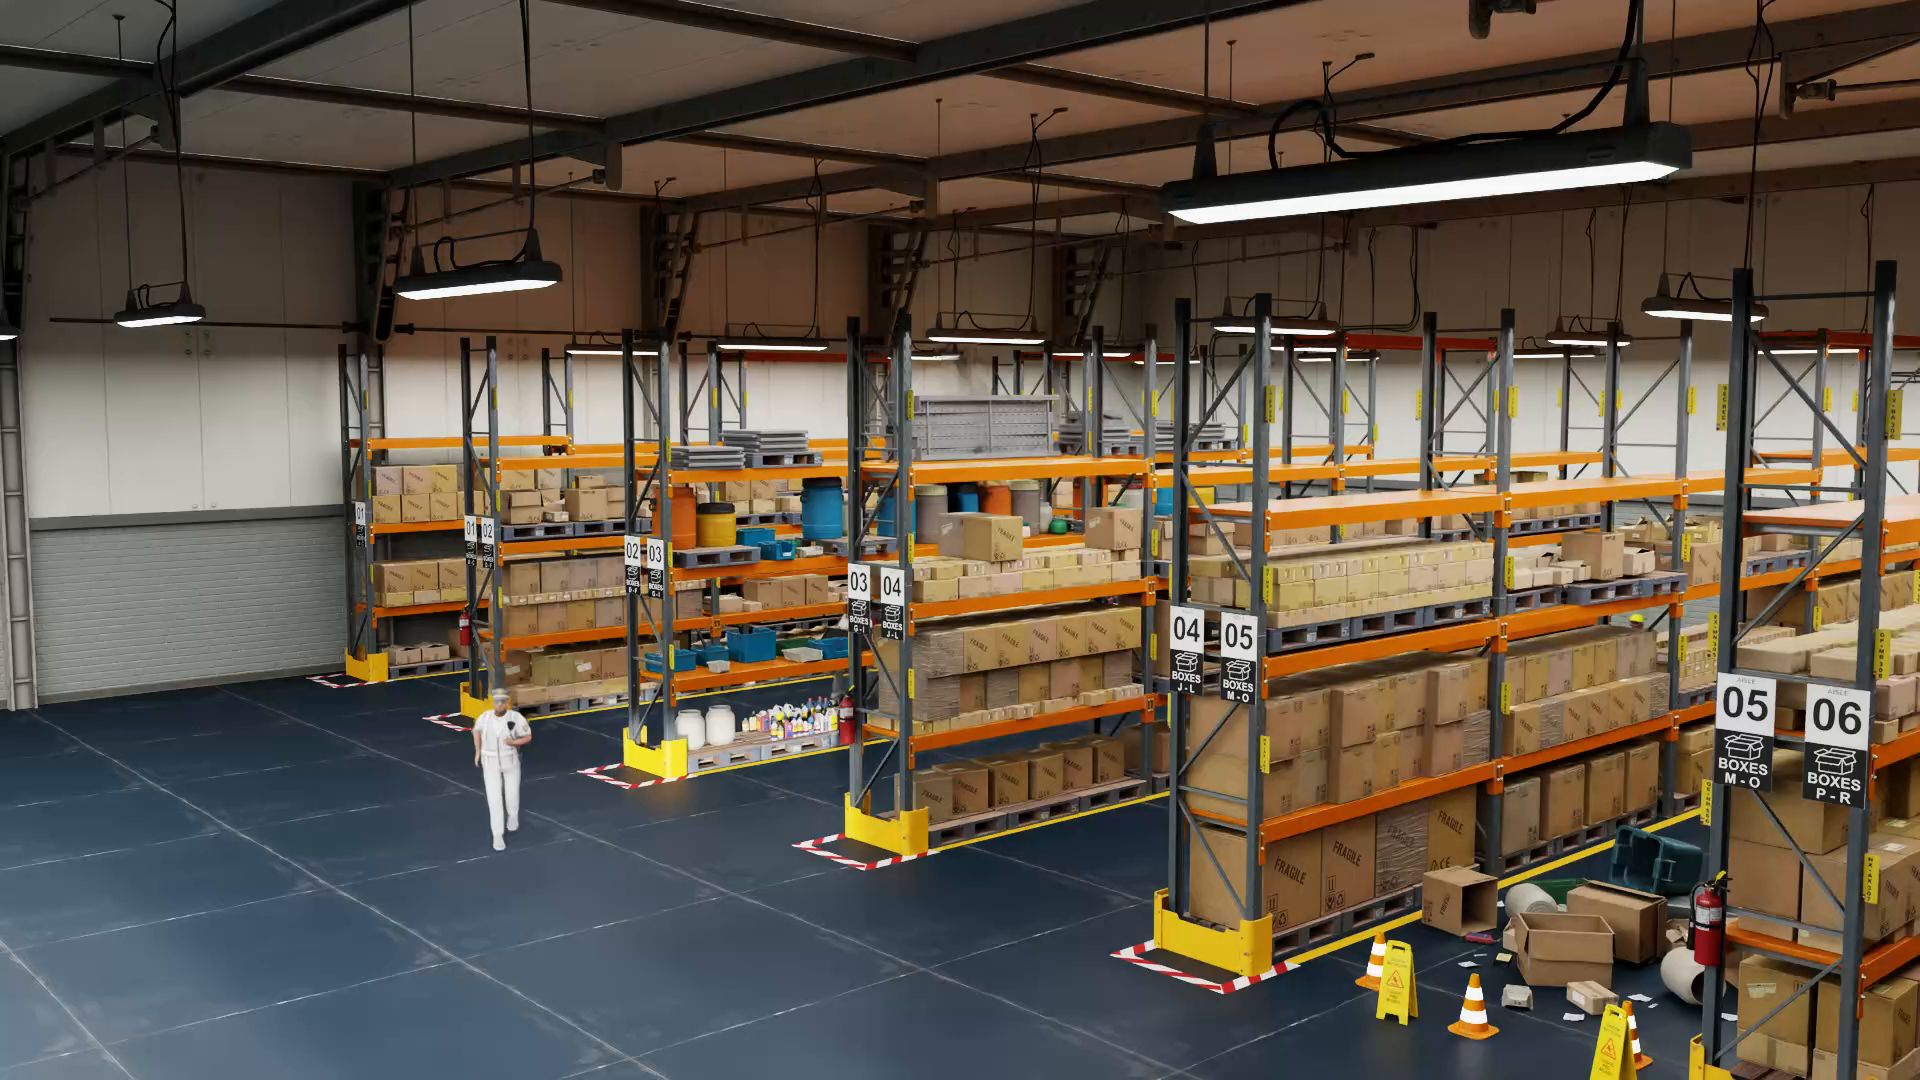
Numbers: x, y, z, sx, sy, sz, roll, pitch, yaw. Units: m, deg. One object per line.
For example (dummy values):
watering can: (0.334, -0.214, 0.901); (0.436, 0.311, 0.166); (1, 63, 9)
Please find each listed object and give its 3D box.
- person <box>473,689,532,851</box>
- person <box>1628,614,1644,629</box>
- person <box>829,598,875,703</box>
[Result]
person: (-5.222, 2.553, 18.995); (0.659, 1.772, 0.969); (-1, 5, -12)
person: (10.326, 2.004, 25.426); (0.853, 1.775, 0.698); (-5, 7, -42)
person: (-1.810, 1.814, 27.264); (0.946, 1.778, 0.693); (-5, 7, -44)
